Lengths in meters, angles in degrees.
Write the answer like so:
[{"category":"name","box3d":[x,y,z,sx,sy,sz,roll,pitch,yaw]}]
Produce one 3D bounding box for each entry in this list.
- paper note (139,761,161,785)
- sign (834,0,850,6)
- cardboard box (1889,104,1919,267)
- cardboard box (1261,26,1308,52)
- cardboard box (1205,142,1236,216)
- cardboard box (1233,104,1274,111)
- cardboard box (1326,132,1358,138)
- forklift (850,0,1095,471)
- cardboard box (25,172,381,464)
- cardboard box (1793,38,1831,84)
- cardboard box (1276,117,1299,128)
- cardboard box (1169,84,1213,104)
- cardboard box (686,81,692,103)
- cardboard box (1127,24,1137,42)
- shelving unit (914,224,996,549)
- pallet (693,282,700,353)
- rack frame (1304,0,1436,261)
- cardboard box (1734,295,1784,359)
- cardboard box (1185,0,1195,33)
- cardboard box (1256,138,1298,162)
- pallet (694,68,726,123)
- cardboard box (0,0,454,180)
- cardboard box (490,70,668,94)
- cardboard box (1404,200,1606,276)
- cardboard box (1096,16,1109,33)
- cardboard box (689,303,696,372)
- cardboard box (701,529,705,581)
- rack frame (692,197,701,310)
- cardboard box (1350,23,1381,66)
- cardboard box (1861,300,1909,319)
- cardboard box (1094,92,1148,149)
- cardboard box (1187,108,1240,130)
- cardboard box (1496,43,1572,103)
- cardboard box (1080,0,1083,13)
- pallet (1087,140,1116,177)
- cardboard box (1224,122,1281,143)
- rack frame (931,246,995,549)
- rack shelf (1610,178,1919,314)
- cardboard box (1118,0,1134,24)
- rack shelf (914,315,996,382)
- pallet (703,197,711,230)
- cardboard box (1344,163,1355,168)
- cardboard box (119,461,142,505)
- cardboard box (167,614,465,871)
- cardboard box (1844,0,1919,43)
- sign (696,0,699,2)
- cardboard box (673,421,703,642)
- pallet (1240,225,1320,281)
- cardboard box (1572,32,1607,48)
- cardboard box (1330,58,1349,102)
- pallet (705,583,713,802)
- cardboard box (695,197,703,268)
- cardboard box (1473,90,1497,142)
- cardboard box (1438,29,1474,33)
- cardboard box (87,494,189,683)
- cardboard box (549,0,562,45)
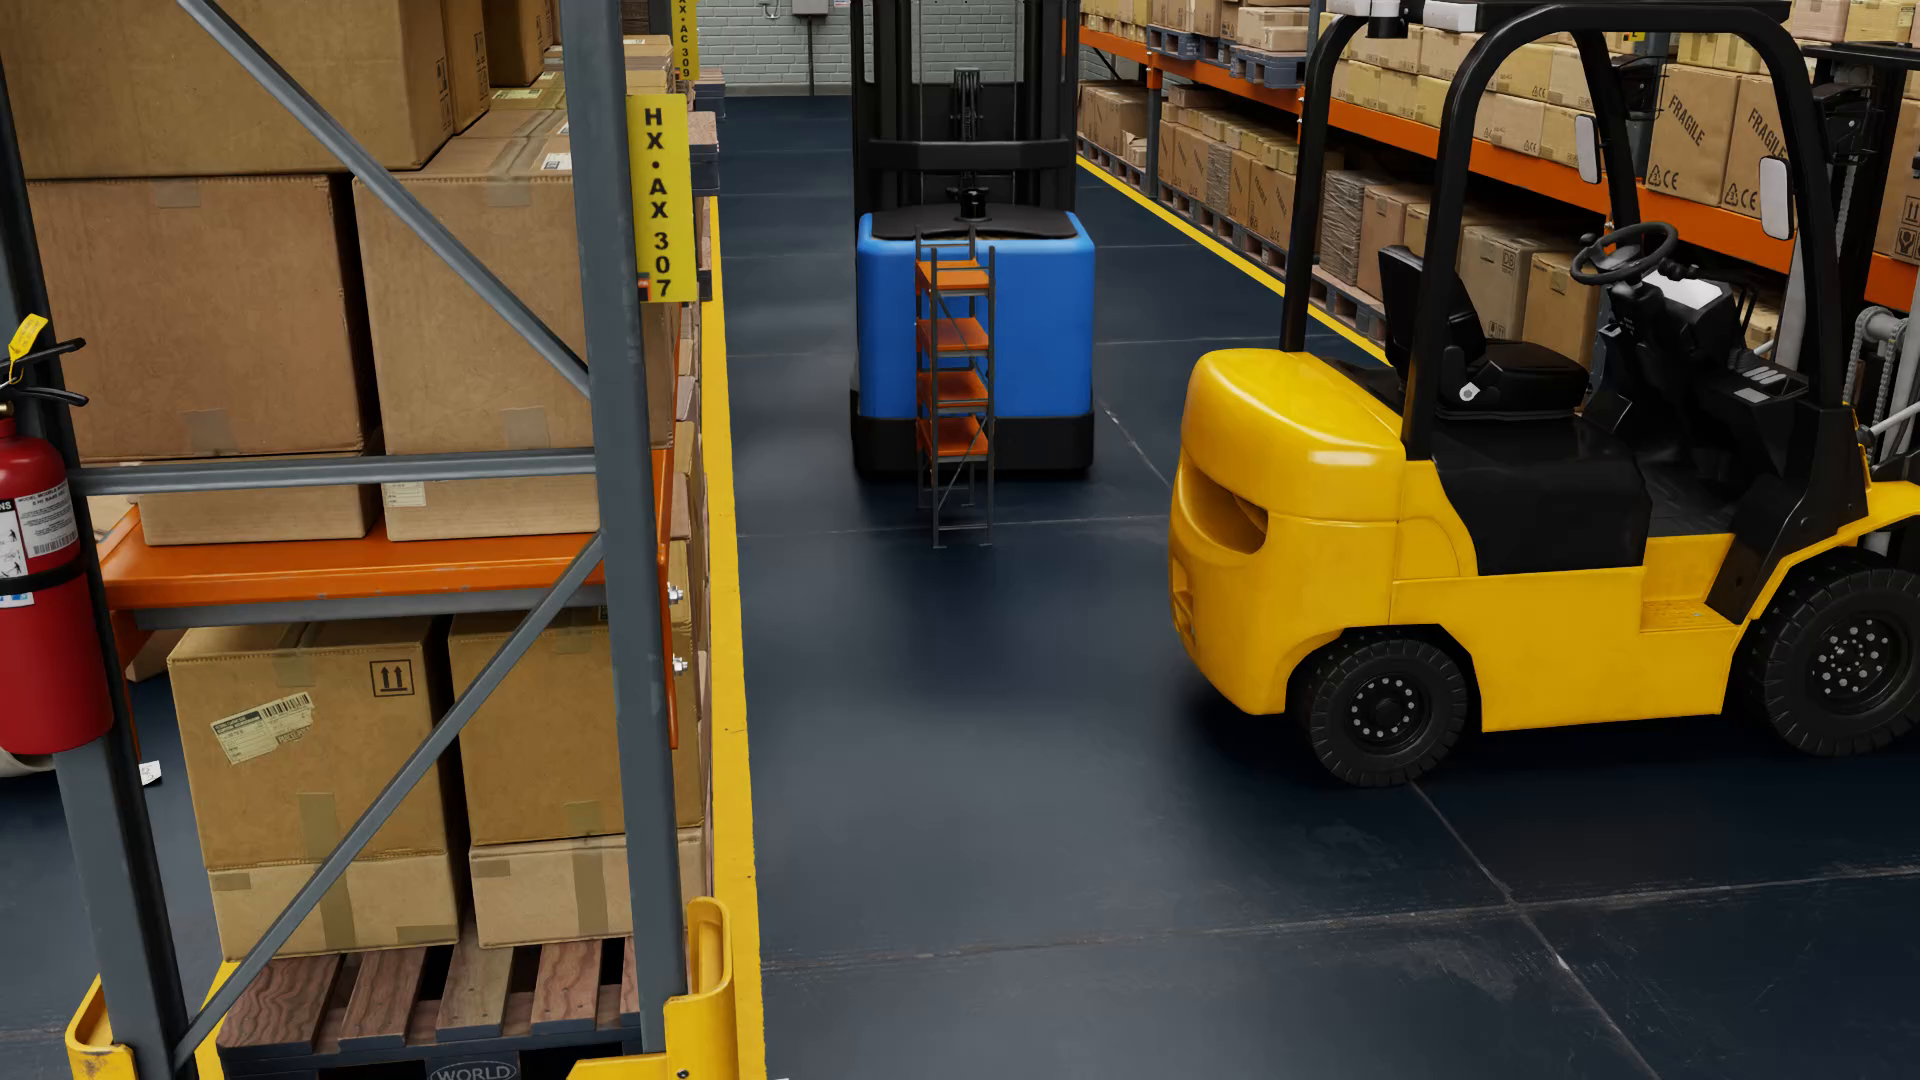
[{"category":"paper note","box3d":[-2.410,0.682,4.847,0.142,0.019,0.148,-11,23,-26]},{"category":"sign","box3d":[-1.595,-7.703,23.190,0.329,0.494,0.001,-3,21,-8]},{"category":"cardboard box","box3d":[3.346,-1.092,5.209,0.500,0.500,0.500,-3,21,-7]},{"category":"cardboard box","box3d":[2.272,-3.414,11.327,0.380,0.149,0.250,-3,21,-7]},{"category":"cardboard box","box3d":[2.240,-2.821,12.956,0.500,0.500,0.500,-4,21,-10]},{"category":"cardboard box","box3d":[2.551,-3.637,14.213,0.380,0.149,0.250,-3,21,-8]},{"category":"cardboard box","box3d":[2.905,-2.926,12.310,0.380,0.149,0.250,-4,21,-10]},{"category":"forklift","box3d":[0.012,-2.143,8.265,1.130,2.935,3.031,-1,20,-2]},{"category":"cardboard box","box3d":[-1.363,-0.465,3.106,0.500,0.500,0.500,-3,21,-9]},{"category":"cardboard box","box3d":[3.175,-1.701,5.913,0.380,0.149,0.250,-2,21,-7]},{"category":"cardboard box","box3d":[2.737,-3.282,13.262,0.380,0.149,0.250,-3,21,-7]},{"category":"cardboard box","box3d":[2.018,-3.846,14.346,0.380,0.149,0.250,-3,21,-9]},{"category":"cardboard box","box3d":[-1.516,-2.229,8.155,0.380,0.149,0.250,-2,21,-6]},{"category":"cardboard box","box3d":[1.754,-4.669,15.289,0.380,0.149,0.250,-2,21,-6]},{"category":"shelving unit","box3d":[-0.024,-0.619,6.660,0.258,1.200,0.503,-3,21,-8]},{"category":"pallet","box3d":[-2.054,-1.298,9.889,1.003,0.211,1.213,-3,21,-8]},{"category":"rack frame","box3d":[2.746,-3.126,10.800,1.000,3.000,0.127,-3,21,-8]},{"category":"cardboard box","box3d":[3.146,-0.758,6.358,0.500,0.250,0.500,-3,21,-8]},{"category":"cardboard box","box3d":[1.990,-4.145,13.118,0.396,0.266,0.258,-2,21,-5]},{"category":"cardboard box","box3d":[2.360,-2.801,11.973,0.380,0.149,0.250,-4,21,-10]},{"category":"pallet","box3d":[-1.957,-2.544,9.513,1.213,0.211,1.003,-3,21,-8]},{"category":"cardboard box","box3d":[-1.301,-0.925,2.909,0.700,0.500,0.500,-3,21,-9]},{"category":"cardboard box","box3d":[-1.039,-1.000,4.539,0.500,0.500,0.500,-3,21,-9]},{"category":"cardboard box","box3d":[3.022,-1.535,9.333,0.875,0.625,0.625,-4,21,-10]},{"category":"cardboard box","box3d":[1.564,-5.112,16.476,0.380,0.149,0.250,-2,21,-7]},{"category":"cardboard box","box3d":[-1.773,-0.886,7.956,0.950,0.372,0.625,-2,21,-4]},{"category":"cardboard box","box3d":[-1.082,0.153,5.349,0.500,0.250,0.500,-3,21,-7]},{"category":"rack frame","box3d":[-2.165,-2.875,10.126,1.000,3.000,0.127,-3,21,-8]},{"category":"cardboard box","box3d":[2.640,-2.951,9.830,0.500,0.250,0.500,-2,21,-6]},{"category":"cardboard box","box3d":[3.673,-0.783,6.427,0.500,0.250,0.500,-3,21,-9]},{"category":"cardboard box","box3d":[1.650,-4.219,16.699,0.500,0.500,0.500,-3,21,-7]},{"category":"cardboard box","box3d":[2.123,-3.523,13.907,0.380,0.149,0.250,-4,21,-11]},{"category":"cardboard box","box3d":[2.918,-2.240,7.927,0.500,0.250,0.500,-3,21,-9]},{"category":"cardboard box","box3d":[1.465,-5.620,17.266,0.500,0.250,0.500,-3,21,-7]},{"category":"pallet","box3d":[1.893,-3.866,16.766,1.003,0.211,1.213,-3,21,-8]},{"category":"cardboard box","box3d":[2.276,-3.162,12.941,0.380,0.149,0.250,-3,21,-8]},{"category":"rack frame","box3d":[0.011,-0.535,6.433,0.240,1.200,0.015,-3,21,-8]},{"category":"rack shelf","box3d":[3.611,-0.712,5.364,1.077,0.370,4.000,-3,21,-8]},{"category":"cardboard box","box3d":[1.768,-4.917,15.384,0.500,0.250,0.500,-3,21,-8]},{"category":"rack shelf","box3d":[-0.024,-0.766,6.605,0.258,0.148,0.480,-3,21,-8]},{"category":"pallet","box3d":[-2.556,-2.690,13.617,1.003,0.211,1.213,-3,21,-8]},{"category":"cardboard box","box3d":[2.912,-2.483,12.050,0.500,0.500,0.500,-3,21,-8]},{"category":"cardboard box","box3d":[-1.424,-0.188,3.292,0.380,0.149,0.250,-3,21,-8]},{"category":"cardboard box","box3d":[-1.385,0.371,3.694,0.500,0.500,0.500,-3,21,-7]},{"category":"cardboard box","box3d":[3.248,-1.750,5.618,0.380,0.149,0.250,-3,21,-9]},{"category":"sign","box3d":[-1.629,-3.411,10.019,0.100,0.325,0.005,-3,21,-8]},{"category":"cardboard box","box3d":[-1.002,-0.021,4.744,0.500,0.500,0.500,-3,21,-7]},{"category":"pallet","box3d":[2.676,-2.080,11.985,1.003,0.211,1.213,-3,21,-8]},{"category":"cardboard box","box3d":[2.999,-2.288,7.484,0.380,0.149,0.250,-3,21,-9]},{"category":"cardboard box","box3d":[2.569,-2.890,10.382,0.500,0.250,0.500,-3,21,-8]},{"category":"pallet","box3d":[-1.277,0.471,5.155,1.003,0.211,1.213,-3,21,-8]},{"category":"cardboard box","box3d":[-2.182,-2.319,11.076,0.875,0.875,0.875,-3,21,-8]},{"category":"cardboard box","box3d":[2.872,-2.180,8.479,0.500,0.250,0.500,-3,21,-7]},{"category":"cardboard box","box3d":[2.726,-2.728,8.663,0.380,0.149,0.250,-3,21,-9]},{"category":"cardboard box","box3d":[-2.780,0.120,5.678,0.500,0.500,0.500,12,24,29]},{"category":"cardboard box","box3d":[-1.739,-1.981,5.736,0.700,0.500,0.500,-3,21,-8]}]
